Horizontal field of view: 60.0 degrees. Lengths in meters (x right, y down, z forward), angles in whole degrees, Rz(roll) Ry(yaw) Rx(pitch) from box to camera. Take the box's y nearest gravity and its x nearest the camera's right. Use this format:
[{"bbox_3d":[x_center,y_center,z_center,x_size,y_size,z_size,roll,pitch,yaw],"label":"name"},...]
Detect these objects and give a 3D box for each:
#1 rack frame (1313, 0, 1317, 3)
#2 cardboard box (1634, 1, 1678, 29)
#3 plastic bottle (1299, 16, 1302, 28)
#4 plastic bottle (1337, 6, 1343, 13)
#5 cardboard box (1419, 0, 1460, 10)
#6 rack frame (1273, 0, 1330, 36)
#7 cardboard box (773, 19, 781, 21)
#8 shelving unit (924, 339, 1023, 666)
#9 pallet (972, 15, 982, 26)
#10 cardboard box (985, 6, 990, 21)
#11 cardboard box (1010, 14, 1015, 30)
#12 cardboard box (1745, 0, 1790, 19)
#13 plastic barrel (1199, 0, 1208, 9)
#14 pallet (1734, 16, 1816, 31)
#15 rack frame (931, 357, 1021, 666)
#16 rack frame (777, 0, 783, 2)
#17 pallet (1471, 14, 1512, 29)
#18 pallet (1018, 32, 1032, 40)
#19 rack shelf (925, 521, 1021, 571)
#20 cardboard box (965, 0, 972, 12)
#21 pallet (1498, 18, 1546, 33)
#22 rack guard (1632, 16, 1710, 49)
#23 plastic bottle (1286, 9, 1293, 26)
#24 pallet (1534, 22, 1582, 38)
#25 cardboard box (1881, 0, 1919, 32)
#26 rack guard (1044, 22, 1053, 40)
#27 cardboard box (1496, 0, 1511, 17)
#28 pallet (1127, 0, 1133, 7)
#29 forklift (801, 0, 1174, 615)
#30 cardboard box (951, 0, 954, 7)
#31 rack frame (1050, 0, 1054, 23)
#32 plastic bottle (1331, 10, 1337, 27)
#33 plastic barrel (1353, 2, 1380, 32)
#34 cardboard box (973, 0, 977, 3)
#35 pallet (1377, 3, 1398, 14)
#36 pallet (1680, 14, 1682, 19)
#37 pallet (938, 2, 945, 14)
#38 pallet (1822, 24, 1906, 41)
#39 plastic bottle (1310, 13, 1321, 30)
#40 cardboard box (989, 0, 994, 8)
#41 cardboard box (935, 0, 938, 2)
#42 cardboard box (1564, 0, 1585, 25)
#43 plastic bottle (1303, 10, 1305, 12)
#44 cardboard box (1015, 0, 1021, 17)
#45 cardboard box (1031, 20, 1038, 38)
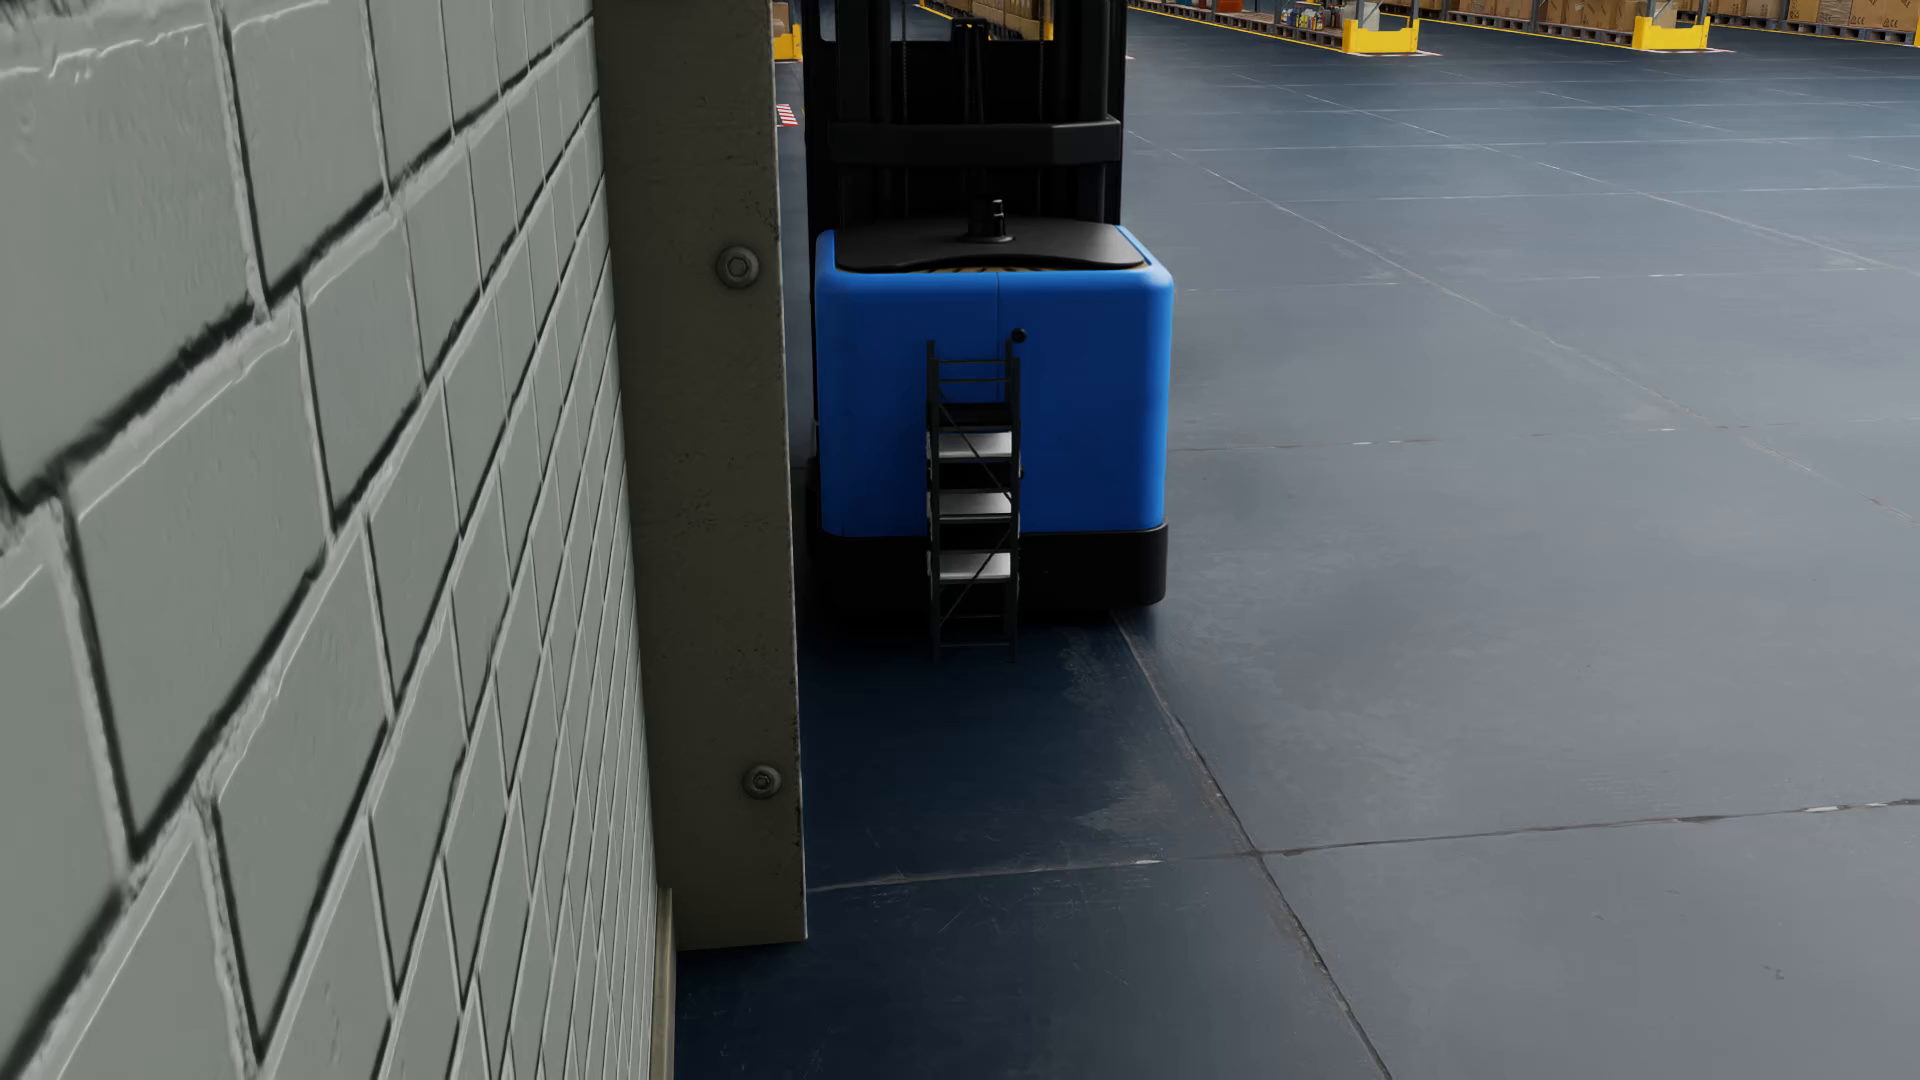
[{"bbox_3d":[9.395,-15.030,41.670,1.000,3.000,0.127,-3,21,-8],"label":"rack frame"},{"bbox_3d":[11.628,-8.733,27.783,0.500,0.500,0.500,1,20,2],"label":"cardboard box"},{"bbox_3d":[5.974,-9.055,29.045,0.097,0.201,0.097,0,20,0],"label":"plastic bottle"},{"bbox_3d":[6.676,-9.204,29.228,0.144,0.351,0.185,-3,21,-8],"label":"plastic bottle"},{"bbox_3d":[10.470,-11.701,35.195,1.225,0.875,0.875,-4,21,-10],"label":"cardboard box"},{"bbox_3d":[6.224,-10.625,29.877,1.000,3.000,0.127,-3,21,-8],"label":"rack frame"},{"bbox_3d":[-3.096,-8.129,26.407,0.500,0.311,0.500,-1,21,-3],"label":"cardboard box"},{"bbox_3d":[0.035,-0.102,4.702,0.258,0.900,0.210,-2,21,-4],"label":"shelving unit"},{"bbox_3d":[0.825,-10.168,32.639,1.003,0.211,1.213,-3,21,-8],"label":"pallet"},{"bbox_3d":[0.758,-9.943,31.380,0.500,0.250,0.500,-2,21,-7],"label":"cardboard box"},{"bbox_3d":[1.155,-8.936,28.684,0.500,0.250,0.500,-3,21,-8],"label":"cardboard box"},{"bbox_3d":[15.869,-10.443,32.005,1.050,0.750,0.750,-3,21,-8],"label":"cardboard box"},{"bbox_3d":[5.397,-11.637,35.432,0.600,0.588,0.708,-3,21,-8],"label":"plastic barrel"},{"bbox_3d":[15.862,-10.047,32.315,1.003,0.211,1.213,-3,21,-8],"label":"pallet"},{"bbox_3d":[0.043,-0.066,4.607,0.240,0.900,0.006,-2,21,-4],"label":"rack frame"},{"bbox_3d":[-3.580,-10.125,28.539,1.000,3.000,0.127,-3,21,-8],"label":"rack frame"},{"bbox_3d":[10.832,-10.261,32.889,1.003,0.211,1.213,-3,21,-8],"label":"pallet"},{"bbox_3d":[1.574,-8.370,27.823,1.003,0.211,1.213,-3,21,-8],"label":"pallet"},{"bbox_3d":[0.035,0.014,4.745,0.258,0.077,0.200,-2,21,-4],"label":"rack shelf"},{"bbox_3d":[0.378,-11.109,34.115,0.500,0.500,0.500,-2,21,-6],"label":"cardboard box"},{"bbox_3d":[11.011,-9.838,31.755,1.003,0.211,1.213,-3,21,-8],"label":"pallet"},{"bbox_3d":[11.691,-8.345,27.346,1.175,0.500,0.348,-3,21,-8],"label":"rack guard"},{"bbox_3d":[5.910,-9.312,29.626,0.152,0.276,0.135,-2,21,-6],"label":"plastic bottle"},{"bbox_3d":[11.257,-9.338,30.416,1.003,0.211,1.213,-3,21,-8],"label":"pallet"},{"bbox_3d":[16.461,-9.138,28.332,0.875,0.875,0.875,-3,21,-7],"label":"cardboard box"},{"bbox_3d":[1.902,-7.812,25.919,1.175,0.500,0.348,-3,21,-8],"label":"rack guard"},{"bbox_3d":[10.927,-10.483,32.442,0.700,0.500,0.500,-5,21,-12],"label":"cardboard box"},{"bbox_3d":[4.574,-13.186,40.719,1.003,0.211,1.213,-3,21,-8],"label":"pallet"},{"bbox_3d":[-0.006,-1.622,5.871,1.130,2.935,3.031,-2,21,-4],"label":"forklift"},{"bbox_3d":[0.085,-11.818,36.014,0.500,0.500,0.500,-3,21,-7],"label":"cardboard box"},{"bbox_3d":[1.898,-8.992,25.504,1.000,3.000,0.127,-3,21,-8],"label":"rack frame"},{"bbox_3d":[6.578,-9.158,29.202,0.061,0.283,0.133,-3,21,-8],"label":"plastic bottle"},{"bbox_3d":[6.630,-8.495,27.131,0.421,0.512,0.421,0,20,0],"label":"plastic barrel"},{"bbox_3d":[0.530,-10.737,32.704,0.500,0.311,0.500,-2,21,-6],"label":"cardboard box"},{"bbox_3d":[10.158,-12.075,37.745,1.003,0.211,1.213,-3,21,-8],"label":"pallet"},{"bbox_3d":[15.360,-11.439,36.042,1.003,0.211,1.213,-3,21,-8],"label":"pallet"},{"bbox_3d":[0.070,-12.078,37.752,1.003,0.211,1.213,-3,21,-8],"label":"pallet"},{"bbox_3d":[16.259,-9.093,29.761,1.003,0.211,1.213,-3,21,-8],"label":"pallet"},{"bbox_3d":[6.093,-8.873,28.449,0.152,0.276,0.135,-3,21,-7],"label":"plastic bottle"},{"bbox_3d":[0.829,-10.026,30.802,0.500,0.311,0.500,-3,21,-8],"label":"cardboard box"},{"bbox_3d":[-0.303,-12.536,38.206,0.500,0.311,0.500,-3,21,-8],"label":"cardboard box"},{"bbox_3d":[11.233,-9.562,30.004,0.500,0.500,0.500,4,21,9],"label":"cardboard box"},{"bbox_3d":[6.070,-9.209,29.355,0.097,0.271,0.097,0,20,0],"label":"plastic bottle"},{"bbox_3d":[1.223,-9.114,28.089,0.500,0.500,0.500,-3,21,-8],"label":"cardboard box"},{"bbox_3d":[1.445,-8.244,26.830,0.500,0.250,0.500,-3,21,-8],"label":"cardboard box"}]
